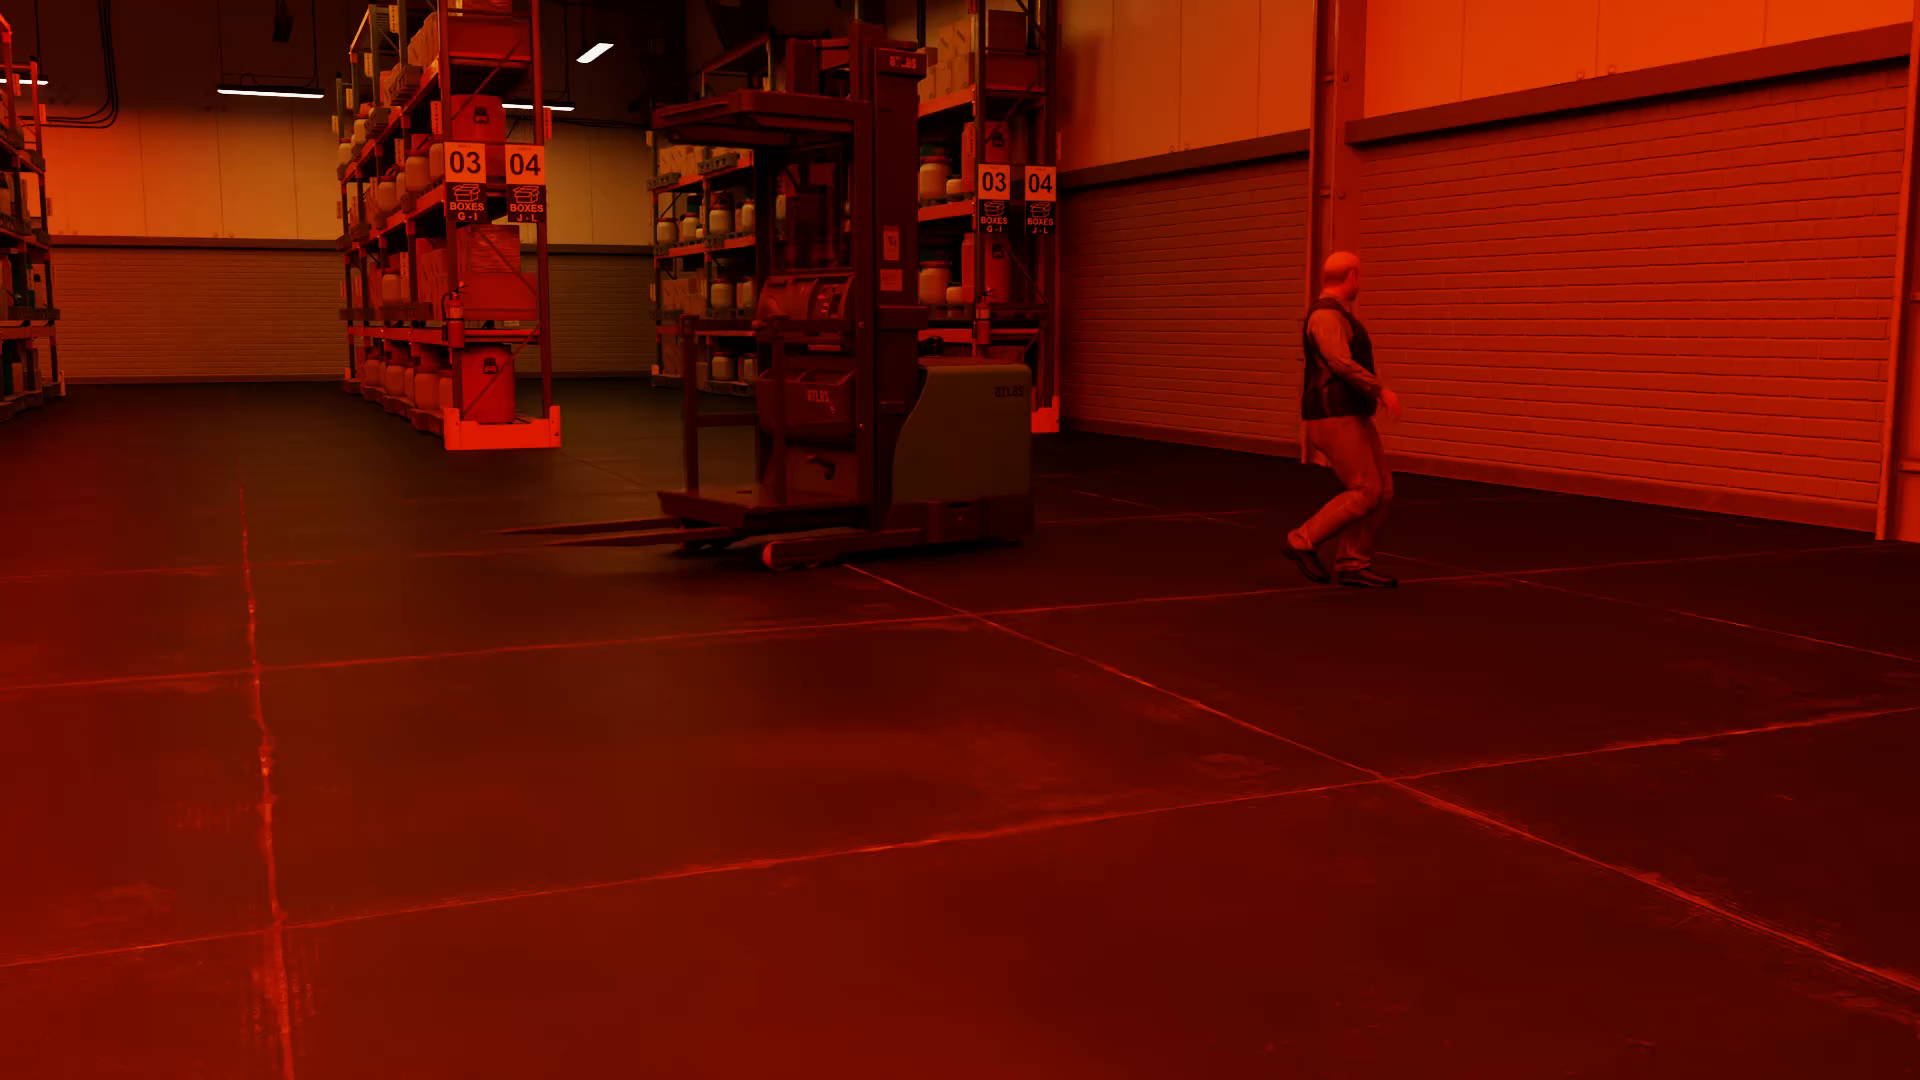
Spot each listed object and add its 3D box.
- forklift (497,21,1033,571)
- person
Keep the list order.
[{"bbox_3d":[-1.044,-1.363,9.277,3.031,2.935,1.130,-6,9,-37],"label":"forklift"},{"bbox_3d":[1.952,-0.600,8.344,0.555,1.673,0.705,4,8,26],"label":"person"}]
